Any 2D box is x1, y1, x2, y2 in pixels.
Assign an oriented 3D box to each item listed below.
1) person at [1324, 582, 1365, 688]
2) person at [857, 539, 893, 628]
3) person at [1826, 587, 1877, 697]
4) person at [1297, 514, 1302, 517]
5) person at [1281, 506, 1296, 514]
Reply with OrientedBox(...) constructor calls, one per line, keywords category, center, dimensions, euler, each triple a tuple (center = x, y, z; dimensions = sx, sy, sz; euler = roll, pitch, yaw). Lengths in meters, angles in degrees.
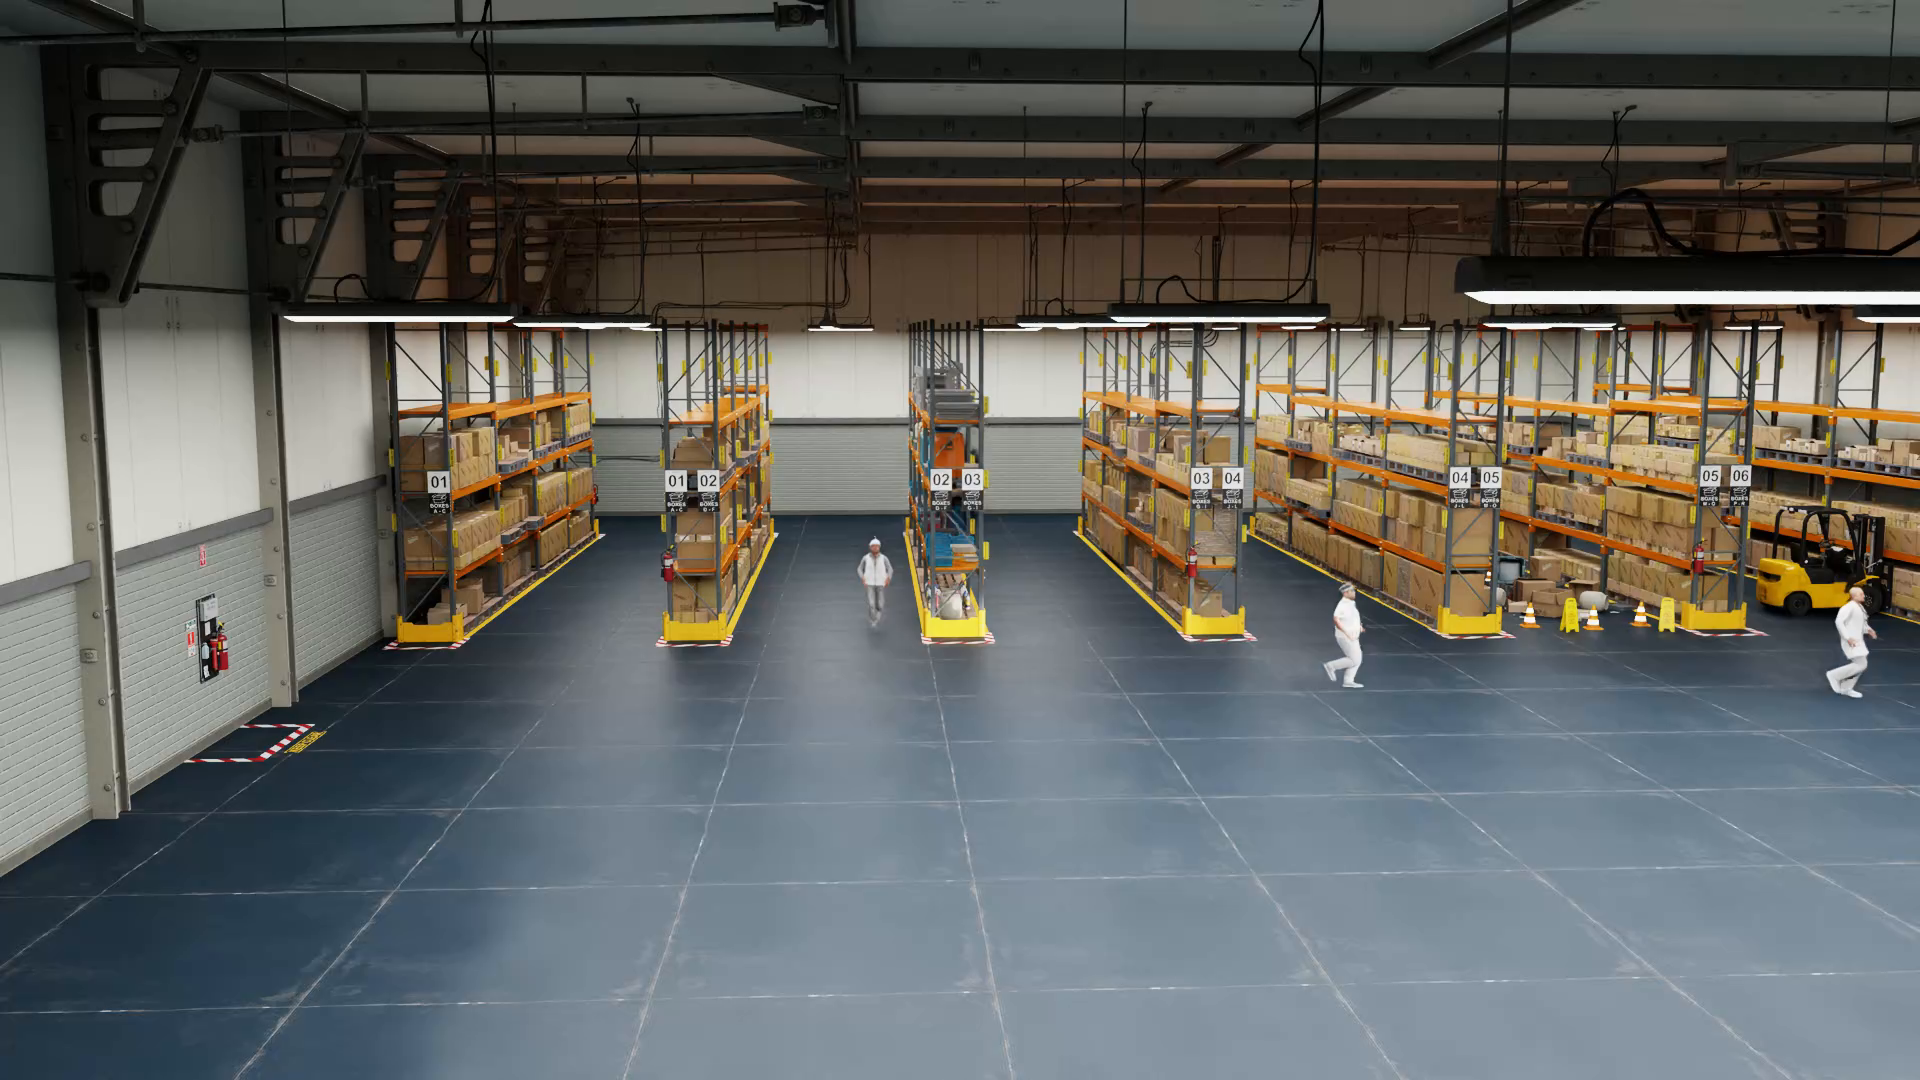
OrientedBox(category="person", center=(6.247, 1.536, 26.969), dimensions=(0.619, 1.736, 0.679), euler=(3, 8, 20))
OrientedBox(category="person", center=(-1.651, 0.837, 32.294), dimensions=(0.695, 1.719, 0.687), euler=(-1, 7, -6))
OrientedBox(category="person", center=(14.155, 1.611, 26.378), dimensions=(0.633, 1.747, 0.727), euler=(6, 9, 40))
OrientedBox(category="person", center=(9.815, -1.114, 49.249), dimensions=(0.723, 1.542, 0.572), euler=(0, 7, -2))
OrientedBox(category="person", center=(9.710, -1.142, 49.077), dimensions=(0.775, 1.614, 0.736), euler=(4, 8, 29))
